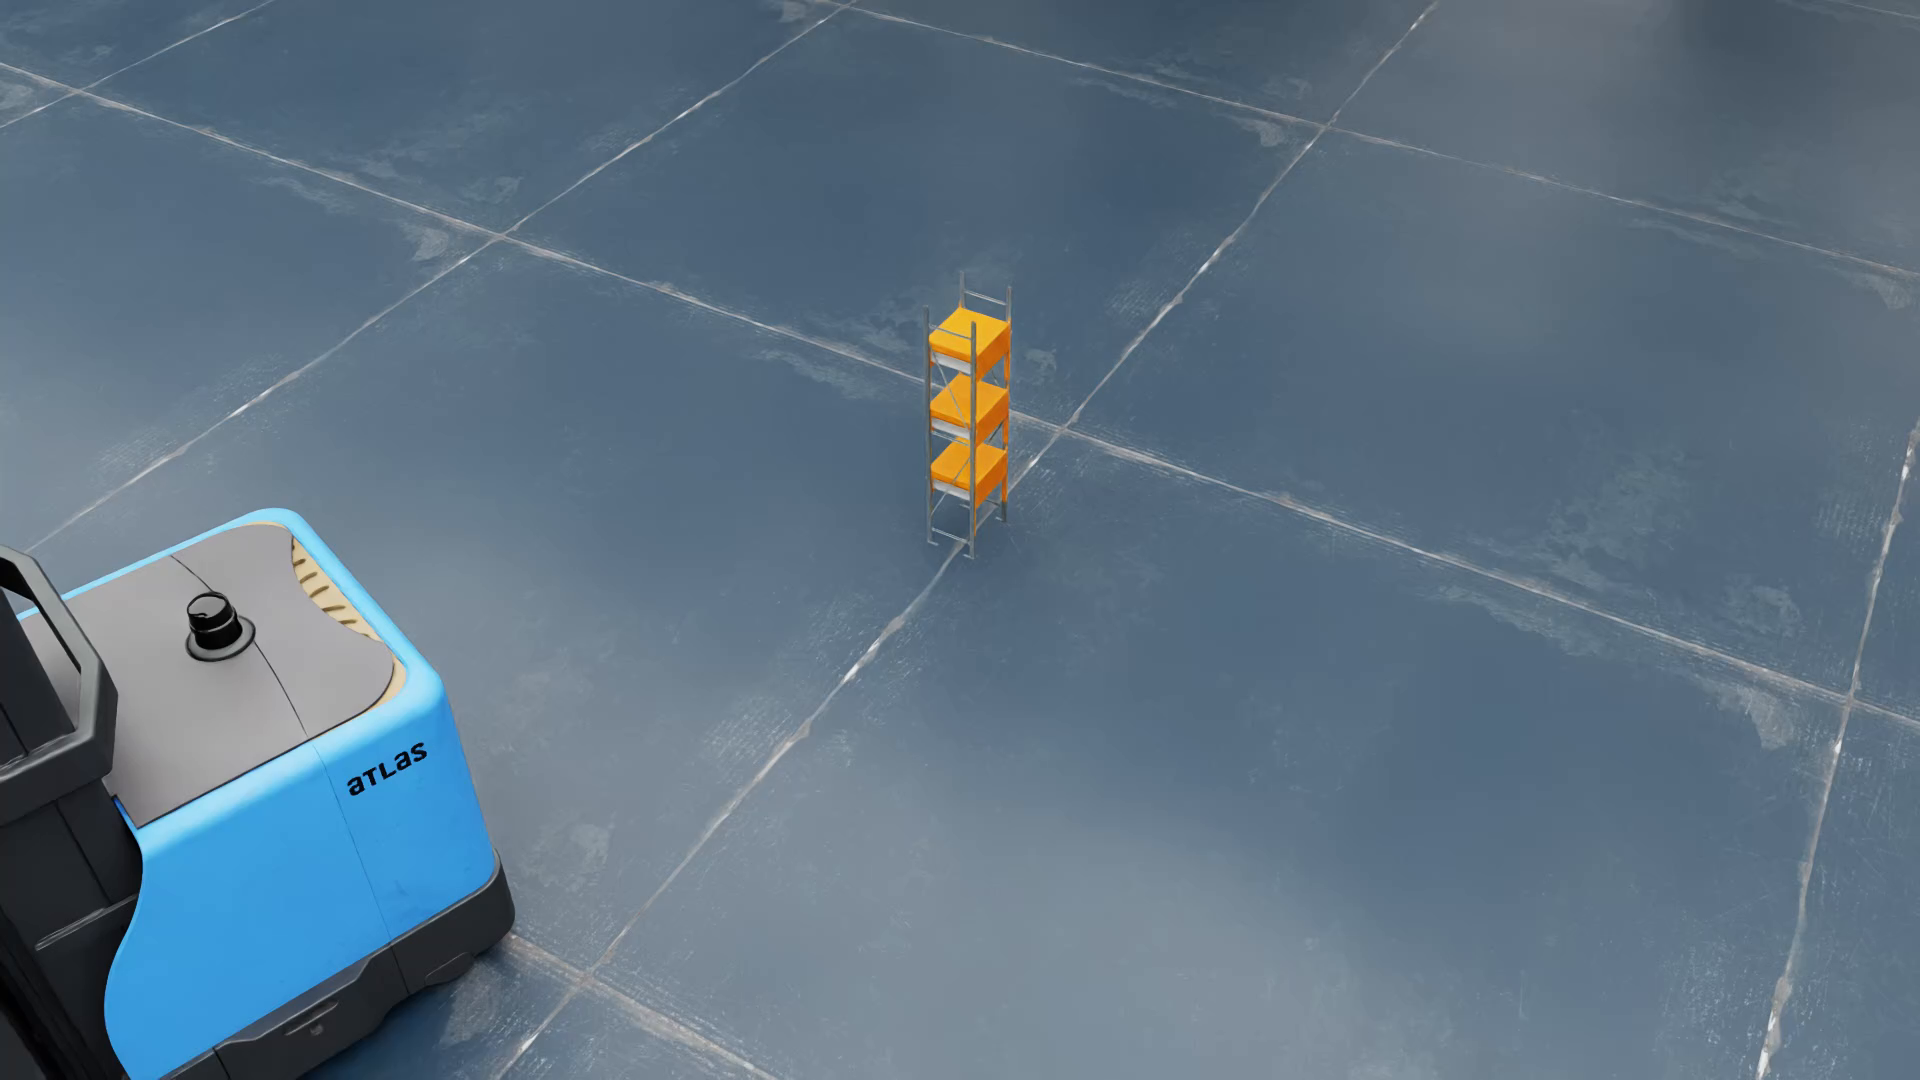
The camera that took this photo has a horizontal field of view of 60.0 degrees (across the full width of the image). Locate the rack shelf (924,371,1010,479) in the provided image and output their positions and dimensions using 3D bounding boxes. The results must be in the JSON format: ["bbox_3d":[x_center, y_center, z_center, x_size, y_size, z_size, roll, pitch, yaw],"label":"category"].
[{"bbox_3d":[0.027,-0.417,5.945,0.215,0.259,0.240,21,45,22],"label":"rack shelf"}]

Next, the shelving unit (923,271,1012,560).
[{"bbox_3d":[0.027,-0.425,5.938,0.215,1.050,0.252,21,45,22],"label":"shelving unit"}]

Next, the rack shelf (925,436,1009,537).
[{"bbox_3d":[0.027,-0.208,6.128,0.215,0.259,0.240,21,45,22],"label":"rack shelf"}]

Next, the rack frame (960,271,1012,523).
[{"bbox_3d":[0.088,-0.494,6.017,0.200,1.050,0.008,21,45,22],"label":"rack frame"}]

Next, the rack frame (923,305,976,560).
[{"bbox_3d":[-0.034,-0.355,5.859,0.200,1.050,0.008,21,45,22],"label":"rack frame"}]

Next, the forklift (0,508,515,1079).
[{"bbox_3d":[-2.753,0.464,3.505,3.031,2.935,1.130,-30,49,-29],"label":"forklift"}]

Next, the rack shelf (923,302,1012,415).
[{"bbox_3d":[0.027,-0.630,5.757,0.215,0.259,0.240,21,45,22],"label":"rack shelf"}]
